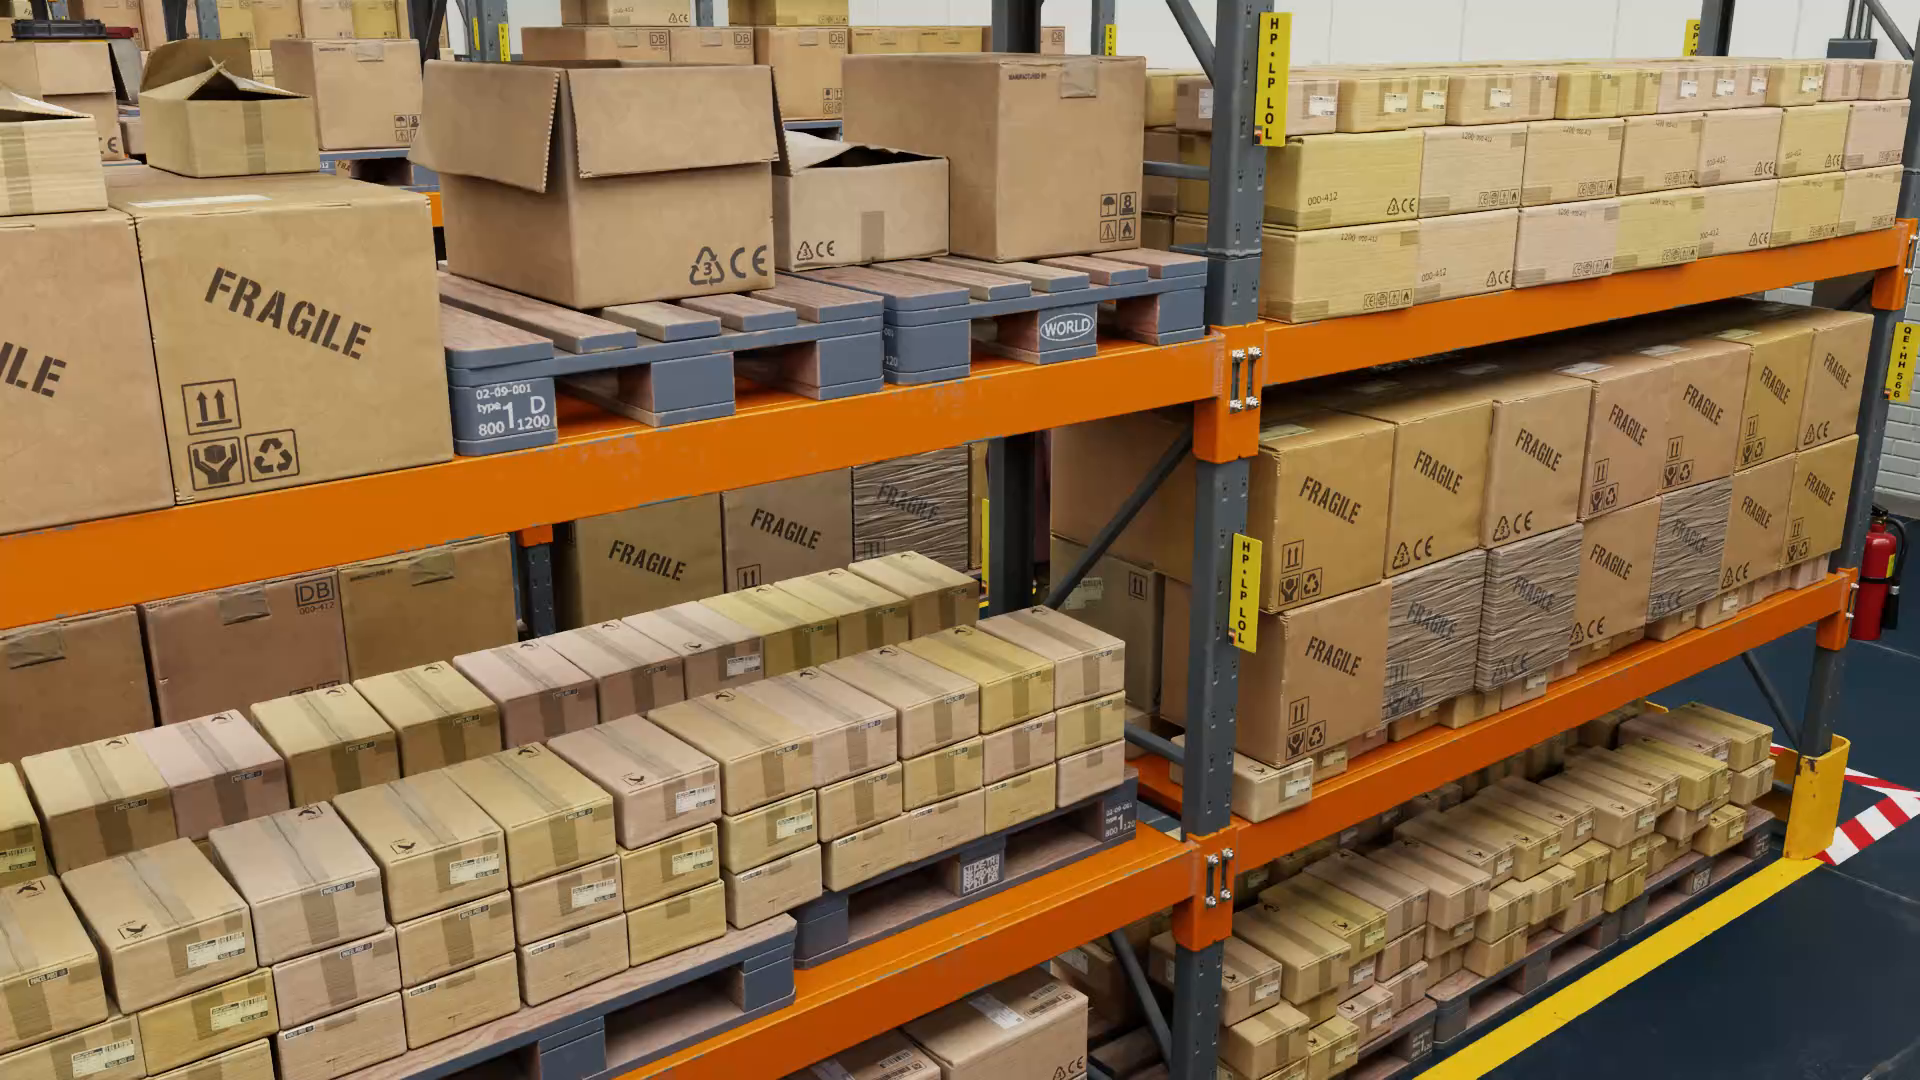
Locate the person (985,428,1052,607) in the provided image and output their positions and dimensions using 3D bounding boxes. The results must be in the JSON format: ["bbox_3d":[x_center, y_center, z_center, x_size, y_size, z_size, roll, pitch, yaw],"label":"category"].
[{"bbox_3d":[0.413,-0.151,9.555,0.424,1.774,0.654,-15,23,-39],"label":"person"}]
